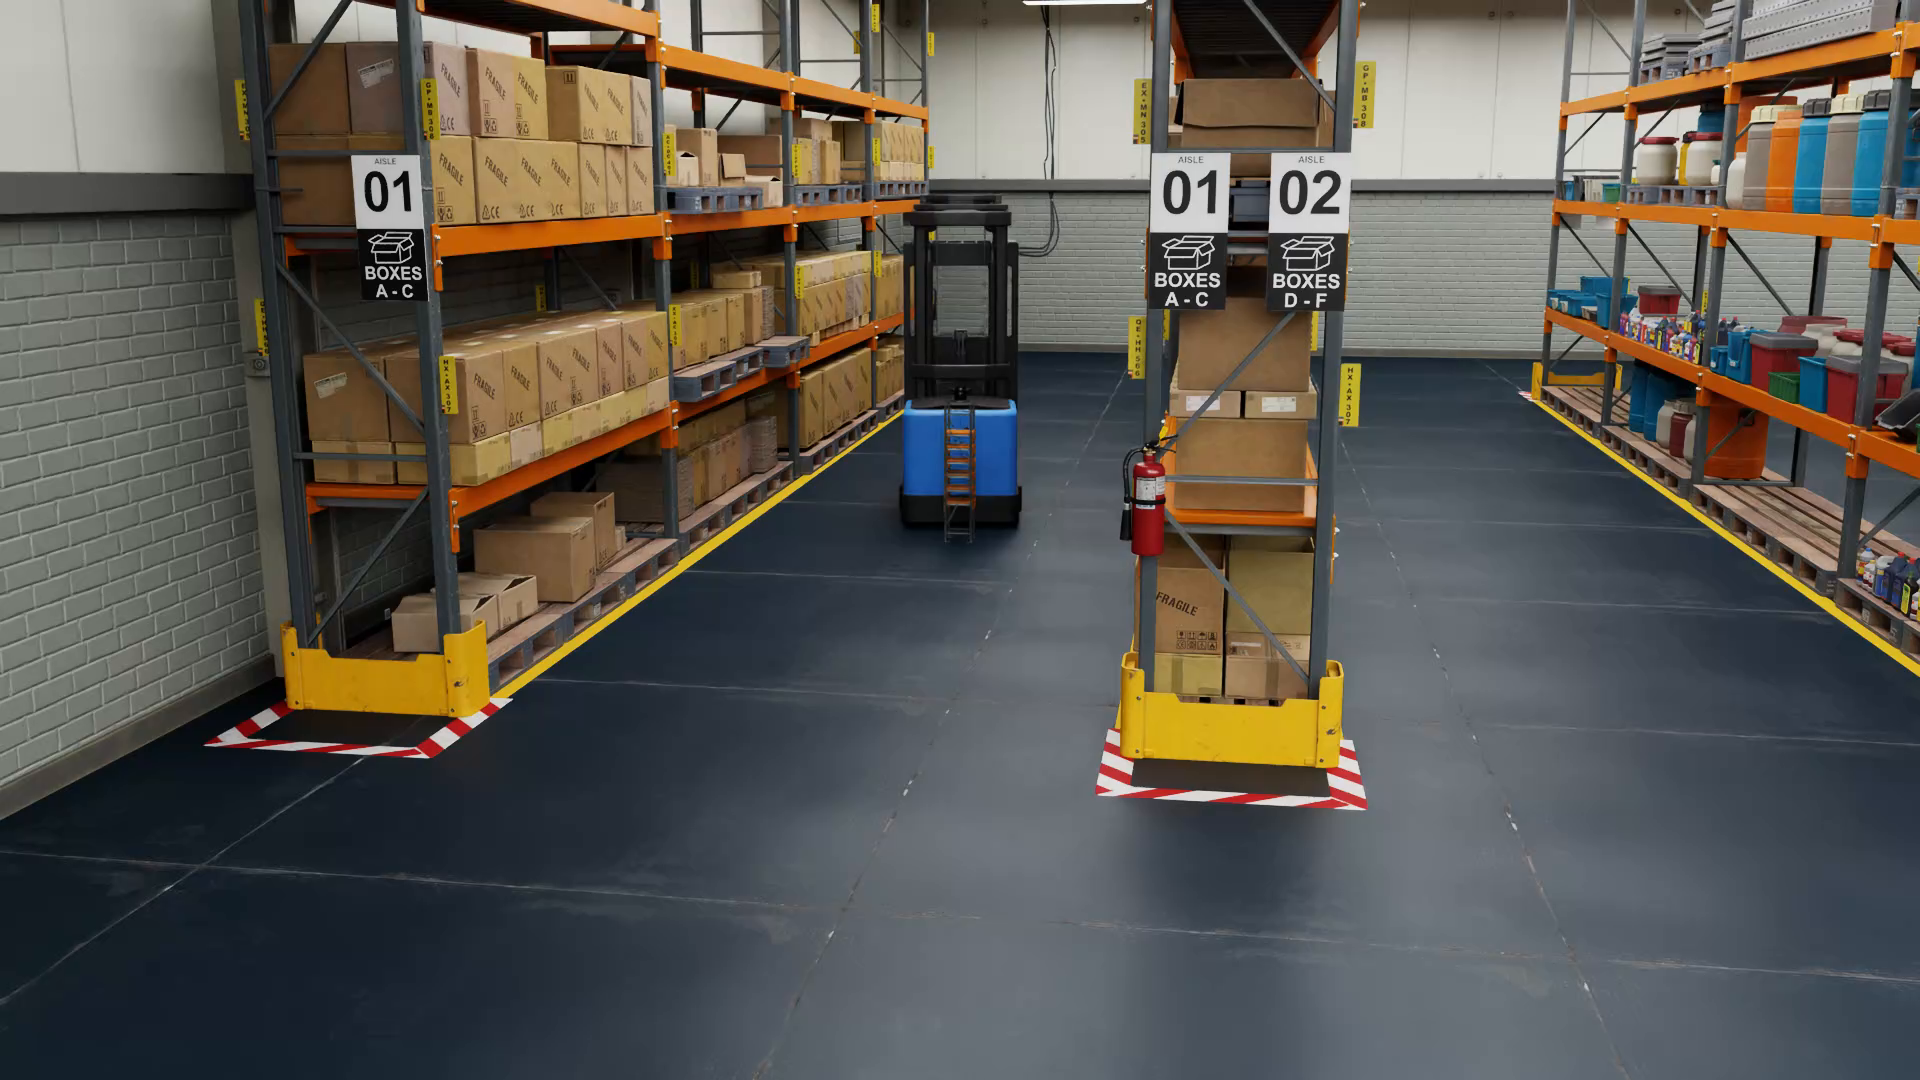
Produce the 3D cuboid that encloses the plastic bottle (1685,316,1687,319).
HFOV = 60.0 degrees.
[{"bbox_3d":[8.470,-2.492,19.233,0.152,0.276,0.135,2,12,9],"label":"plastic bottle"}]

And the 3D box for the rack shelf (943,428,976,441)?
[{"bbox_3d":[-0.002,-0.892,14.287,0.258,0.103,0.180,2,12,9],"label":"rack shelf"}]

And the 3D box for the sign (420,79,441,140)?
[{"bbox_3d":[-2.887,-2.345,9.058,0.100,0.325,0.005,2,12,9],"label":"sign"}]

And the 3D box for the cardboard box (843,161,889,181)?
[{"bbox_3d":[-1.211,-4.749,21.412,0.500,0.250,0.500,2,12,8],"label":"cardboard box"}]

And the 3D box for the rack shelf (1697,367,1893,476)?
[{"bbox_3d":[7.288,-1.045,13.930,1.077,0.370,4.000,2,12,9],"label":"rack shelf"}]

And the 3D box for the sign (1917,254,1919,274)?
[{"bbox_3d":[13.173,-3.799,22.758,0.100,0.325,0.005,2,12,9],"label":"sign"}]

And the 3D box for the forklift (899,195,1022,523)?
[{"bbox_3d":[0.010,-1.842,16.082,1.130,2.935,3.031,0,12,0],"label":"forklift"}]

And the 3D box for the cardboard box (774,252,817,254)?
[{"bbox_3d":[-1.980,-3.341,20.104,0.500,0.250,0.500,2,12,9],"label":"cardboard box"}]

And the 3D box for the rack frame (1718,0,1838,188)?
[{"bbox_3d":[7.596,-4.746,15.154,1.000,3.000,0.127,2,12,9],"label":"rack frame"}]

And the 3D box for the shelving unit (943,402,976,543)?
[{"bbox_3d":[-0.002,-0.584,14.353,0.258,1.200,0.189,2,12,9],"label":"shelving unit"}]

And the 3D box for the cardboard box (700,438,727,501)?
[{"bbox_3d":[-2.563,-0.662,15.335,0.700,0.500,0.500,2,12,9],"label":"cardboard box"}]

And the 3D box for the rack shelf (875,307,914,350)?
[{"bbox_3d":[-1.270,-3.031,23.147,1.077,0.370,4.000,2,12,9],"label":"rack shelf"}]

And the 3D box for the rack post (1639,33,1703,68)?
[{"bbox_3d":[8.051,-5.367,18.216,0.937,0.300,0.954,2,12,8],"label":"rack post"}]

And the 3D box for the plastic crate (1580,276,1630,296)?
[{"bbox_3d":[8.959,-3.449,23.152,0.616,0.435,0.499,2,12,9],"label":"plastic crate"}]

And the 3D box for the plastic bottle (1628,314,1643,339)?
[{"bbox_3d":[7.707,-2.425,18.919,0.152,0.276,0.135,2,12,9],"label":"plastic bottle"}]

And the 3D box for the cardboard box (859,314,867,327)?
[{"bbox_3d":[-1.366,-2.721,20.547,0.380,0.149,0.250,2,12,10],"label":"cardboard box"}]

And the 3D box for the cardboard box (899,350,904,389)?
[{"bbox_3d":[-1.125,-2.425,23.561,0.700,0.500,0.500,1,12,7],"label":"cardboard box"}]

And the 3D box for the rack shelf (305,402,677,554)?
[{"bbox_3d":[-3.116,-0.533,11.555,1.077,0.370,4.000,2,12,9],"label":"rack shelf"}]

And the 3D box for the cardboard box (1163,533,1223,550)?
[{"bbox_3d":[1.400,0.133,10.504,0.500,0.500,0.500,2,12,9],"label":"cardboard box"}]

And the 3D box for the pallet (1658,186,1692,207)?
[{"bbox_3d":[8.016,-3.617,17.486,1.003,0.211,1.213,2,12,9],"label":"pallet"}]

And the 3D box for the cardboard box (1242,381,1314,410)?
[{"bbox_3d":[1.783,-0.805,9.330,0.380,0.149,0.250,2,12,7],"label":"cardboard box"}]

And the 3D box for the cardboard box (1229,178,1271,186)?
[{"bbox_3d":[2.191,-2.868,12.920,0.500,0.250,0.500,3,13,15],"label":"cardboard box"}]

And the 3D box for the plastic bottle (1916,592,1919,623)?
[{"bbox_3d":[6.352,0.382,10.845,0.144,0.351,0.185,2,12,8],"label":"plastic bottle"}]

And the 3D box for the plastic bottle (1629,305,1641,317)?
[{"bbox_3d":[7.831,-2.550,19.324,0.144,0.351,0.185,2,12,9],"label":"plastic bottle"}]

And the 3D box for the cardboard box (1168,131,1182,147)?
[{"bbox_3d":[1.388,-2.224,9.599,0.500,0.250,0.500,2,12,9],"label":"cardboard box"}]

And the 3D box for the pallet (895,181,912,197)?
[{"bbox_3d":[-1.252,-4.813,22.796,1.003,0.211,1.213,2,12,9],"label":"pallet"}]

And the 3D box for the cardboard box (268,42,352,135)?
[{"bbox_3d":[-3.615,-2.581,9.570,0.500,0.500,0.500,2,12,11],"label":"cardboard box"}]

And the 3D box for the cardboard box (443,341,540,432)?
[{"bbox_3d":[-2.967,-0.964,10.374,0.500,0.500,0.500,2,12,9],"label":"cardboard box"}]

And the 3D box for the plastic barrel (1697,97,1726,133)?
[{"bbox_3d":[8.100,-4.202,17.565,0.600,0.901,0.708,2,12,9],"label":"plastic barrel"}]

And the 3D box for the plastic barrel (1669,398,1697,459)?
[{"bbox_3d":[7.828,-1.177,17.562,0.600,0.588,0.708,2,12,9],"label":"plastic barrel"}]

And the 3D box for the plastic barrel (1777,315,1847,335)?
[{"bbox_3d":[7.824,-1.773,15.278,0.600,0.536,0.708,2,12,9],"label":"plastic barrel"}]

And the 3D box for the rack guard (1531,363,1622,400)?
[{"bbox_3d":[8.817,-2.262,23.802,1.175,0.500,0.348,2,12,9],"label":"rack guard"}]

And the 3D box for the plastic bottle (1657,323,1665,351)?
[{"bbox_3d":[7.461,-2.158,17.664,0.061,0.283,0.133,2,12,9],"label":"plastic bottle"}]

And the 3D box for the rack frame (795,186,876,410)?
[{"bbox_3d":[-1.578,-2.967,21.139,1.000,3.000,0.127,2,12,9],"label":"rack frame"}]

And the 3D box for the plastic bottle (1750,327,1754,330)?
[{"bbox_3d":[8.205,-2.075,17.277,0.061,0.283,0.133,2,12,9],"label":"plastic bottle"}]

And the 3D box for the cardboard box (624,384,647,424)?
[{"bbox_3d":[-2.666,-1.026,12.442,0.500,0.250,0.500,2,12,9],"label":"cardboard box"}]

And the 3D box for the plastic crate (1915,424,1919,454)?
[{"bbox_3d":[6.493,-0.603,10.676,0.450,0.188,0.662,2,12,9],"label":"plastic crate"}]

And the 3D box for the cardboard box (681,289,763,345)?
[{"bbox_3d":[-2.315,-2.183,16.219,0.700,0.500,0.500,1,12,3],"label":"cardboard box"}]

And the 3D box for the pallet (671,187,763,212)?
[{"bbox_3d":[-2.452,-3.017,14.698,1.213,0.211,1.003,2,12,9],"label":"pallet"}]

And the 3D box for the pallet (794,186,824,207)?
[{"bbox_3d":[-2.146,-3.644,17.609,1.213,0.211,1.003,2,12,11],"label":"pallet"}]

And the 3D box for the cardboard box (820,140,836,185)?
[{"bbox_3d":[-1.843,-4.399,19.385,0.700,0.500,0.500,2,12,8],"label":"cardboard box"}]

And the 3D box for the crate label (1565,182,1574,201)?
[{"bbox_3d":[8.365,-4.690,22.370,0.408,0.251,0.502,2,12,9],"label":"crate label"}]

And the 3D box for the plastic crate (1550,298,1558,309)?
[{"bbox_3d":[8.332,-3.274,23.048,0.250,0.136,0.298,2,12,9],"label":"plastic crate"}]

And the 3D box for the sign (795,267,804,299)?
[{"bbox_3d":[-1.655,-2.646,17.089,0.100,0.325,0.005,2,12,9],"label":"sign"}]

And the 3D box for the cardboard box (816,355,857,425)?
[{"bbox_3d":[-1.683,-1.796,19.815,0.750,0.750,0.750,2,12,10],"label":"cardboard box"}]

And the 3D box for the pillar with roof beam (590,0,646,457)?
[{"bbox_3d":[1.006,-4.685,14.870,9.100,9.000,0.400,2,12,9],"label":"pillar with roof beam"}]

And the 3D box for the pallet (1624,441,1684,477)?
[{"bbox_3d":[7.866,-0.869,18.022,1.003,0.211,1.213,2,12,9],"label":"pallet"}]

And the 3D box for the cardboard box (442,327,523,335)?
[{"bbox_3d":[-3.321,-1.194,11.441,0.500,0.500,0.500,2,12,9],"label":"cardboard box"}]

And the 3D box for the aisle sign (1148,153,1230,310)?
[{"bbox_3d":[1.172,-1.576,8.513,0.394,0.787,0.004,2,12,9],"label":"aisle sign"}]

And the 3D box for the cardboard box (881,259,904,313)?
[{"bbox_3d":[-1.258,-3.529,23.037,0.980,0.700,0.700,1,12,6],"label":"cardboard box"}]

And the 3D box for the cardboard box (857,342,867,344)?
[{"bbox_3d":[-1.383,-2.667,23.144,0.380,0.149,0.250,2,12,8],"label":"cardboard box"}]

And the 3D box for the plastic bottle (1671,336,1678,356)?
[{"bbox_3d":[7.398,-2.007,17.157,0.097,0.201,0.097,0,12,0],"label":"plastic bottle"}]
